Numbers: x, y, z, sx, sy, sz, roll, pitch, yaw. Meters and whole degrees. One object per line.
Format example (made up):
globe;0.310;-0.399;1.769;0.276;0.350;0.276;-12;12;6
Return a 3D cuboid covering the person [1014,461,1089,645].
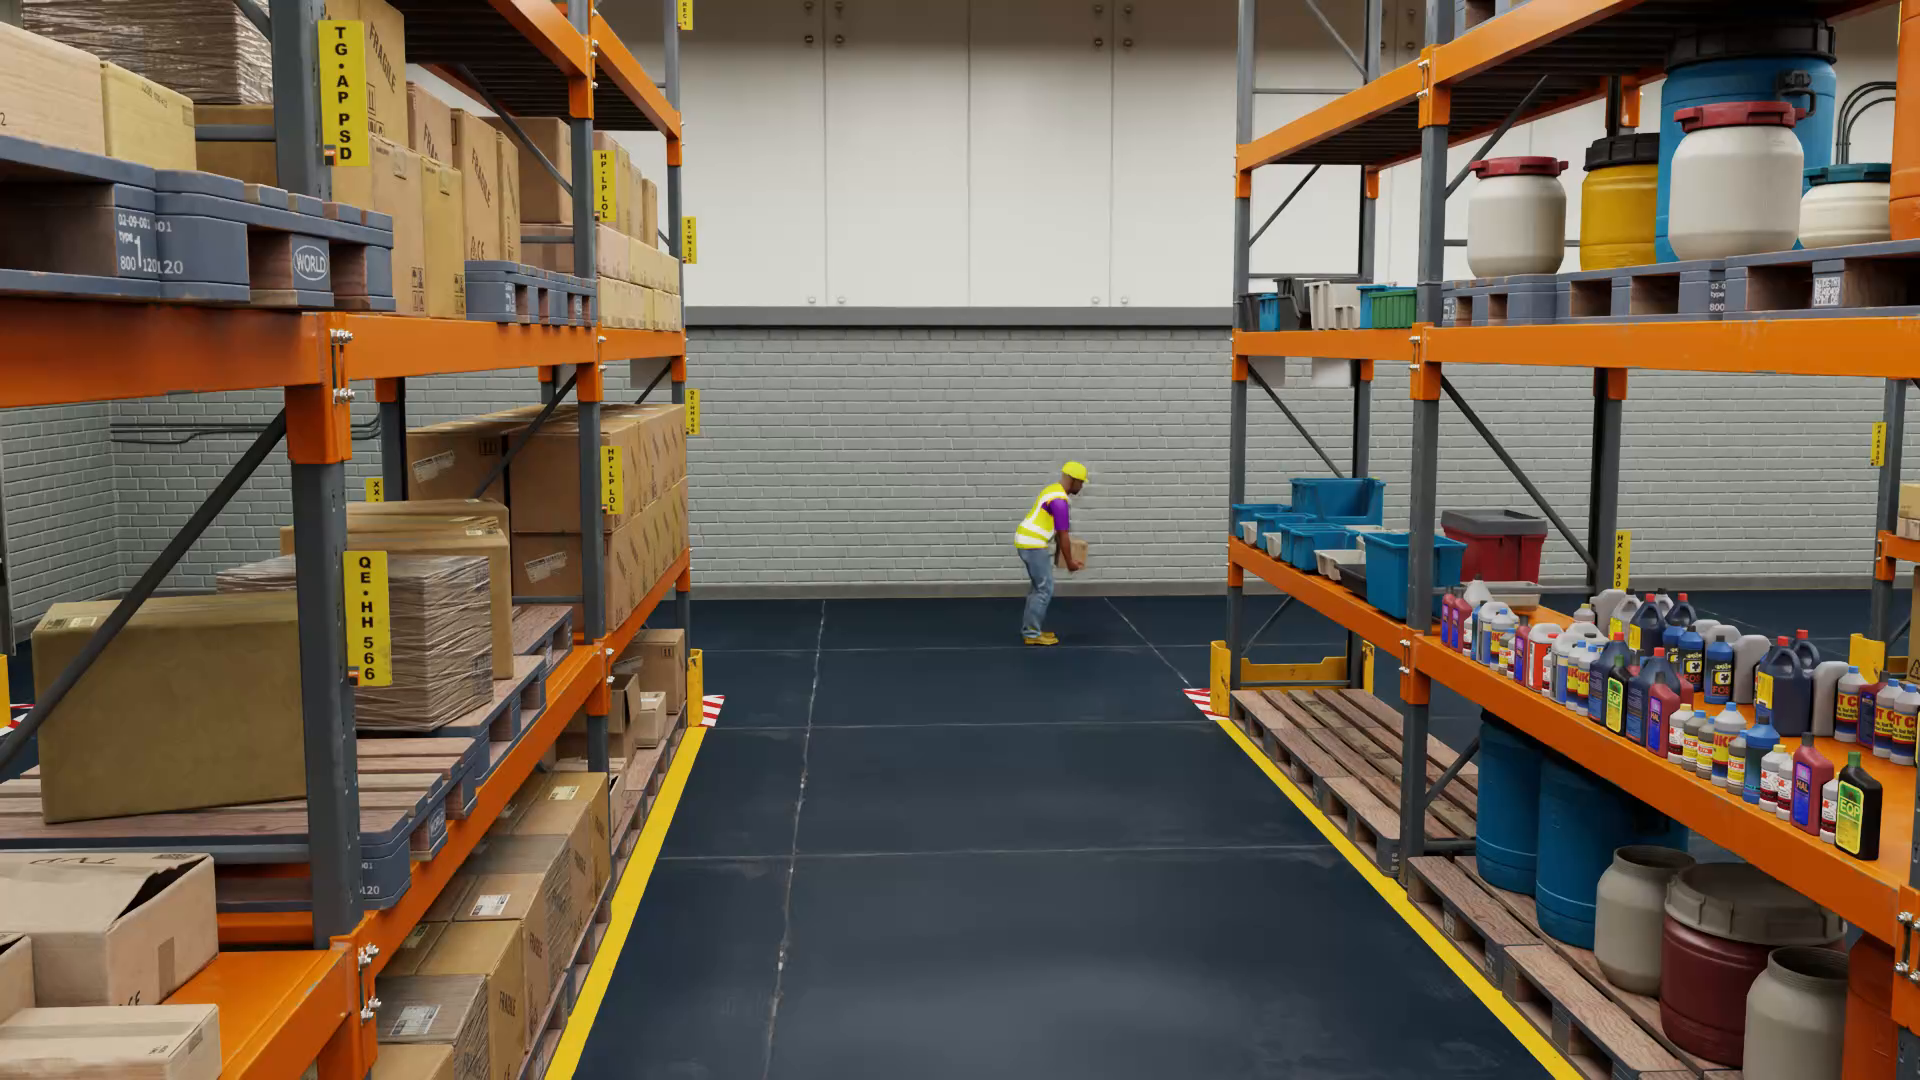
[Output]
person;0.852;0.109;15.179;0.671;1.657;0.483;-1;7;-5
